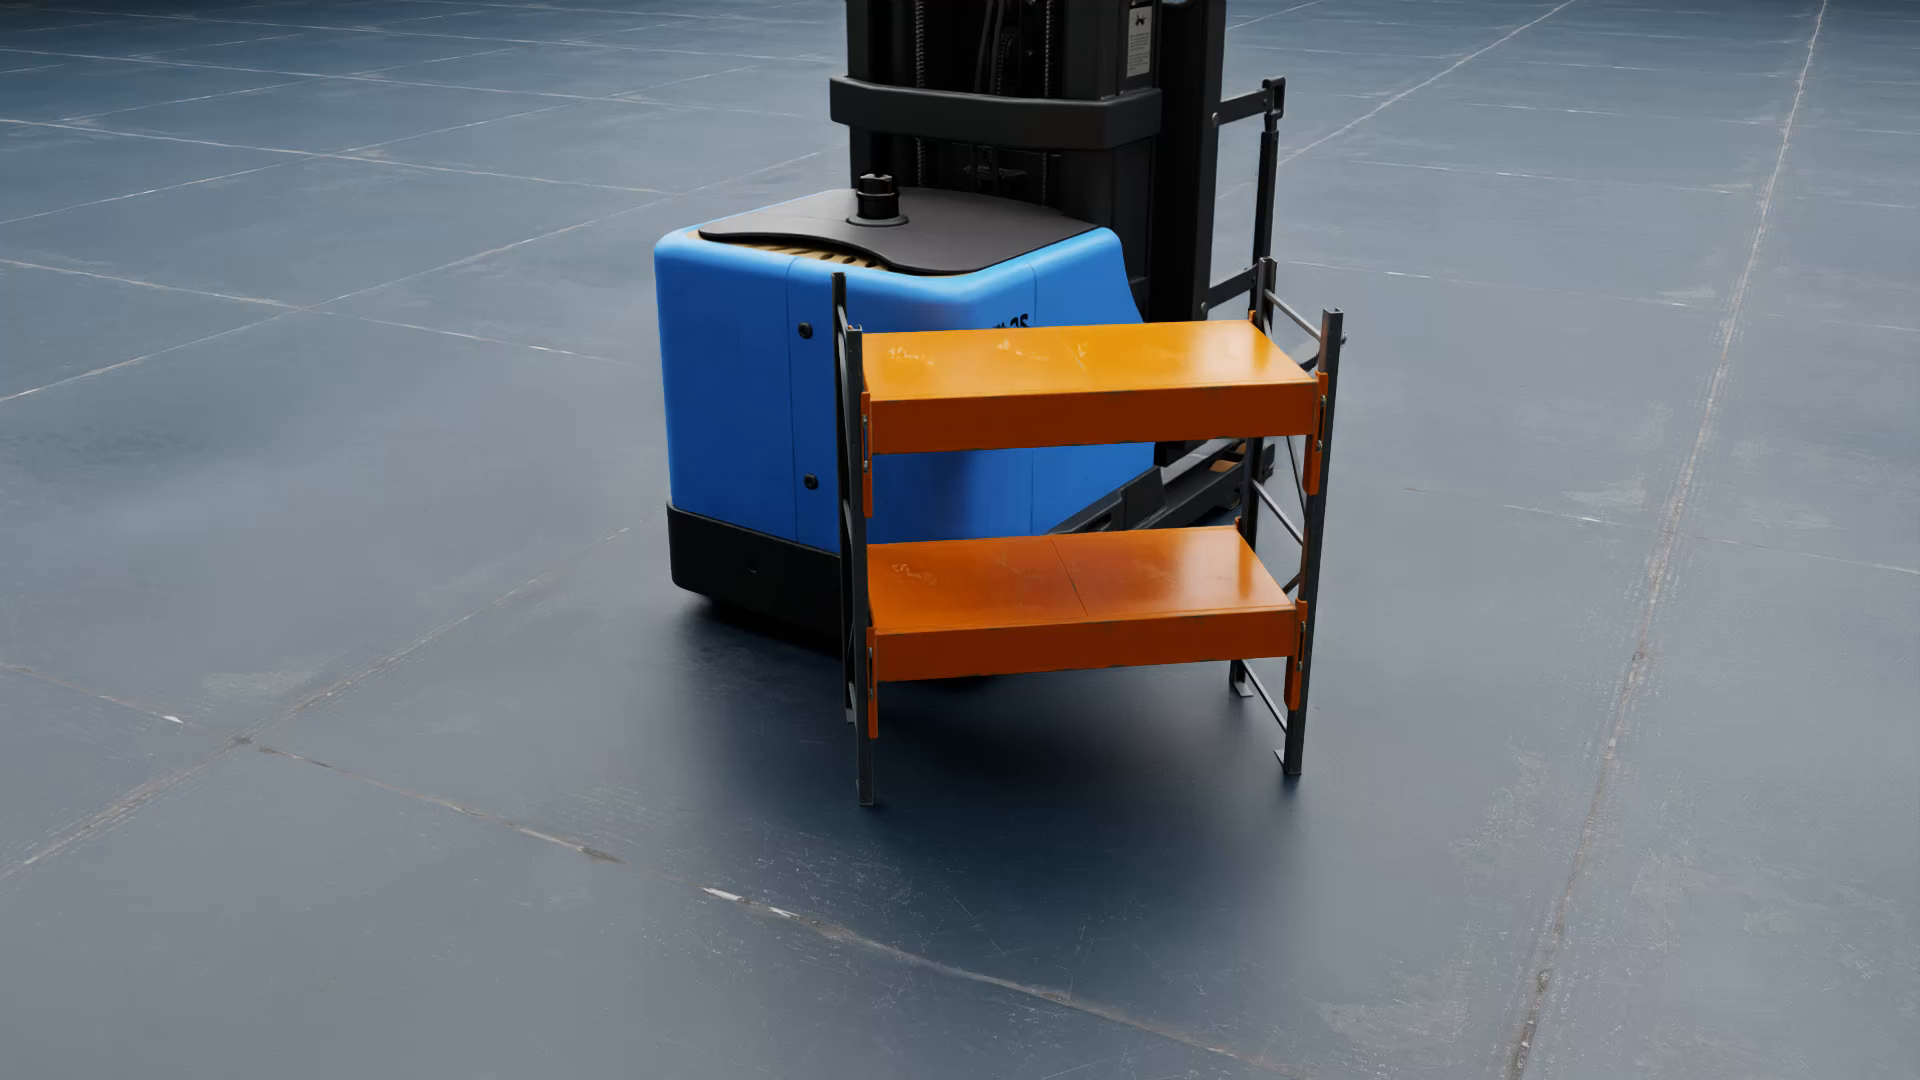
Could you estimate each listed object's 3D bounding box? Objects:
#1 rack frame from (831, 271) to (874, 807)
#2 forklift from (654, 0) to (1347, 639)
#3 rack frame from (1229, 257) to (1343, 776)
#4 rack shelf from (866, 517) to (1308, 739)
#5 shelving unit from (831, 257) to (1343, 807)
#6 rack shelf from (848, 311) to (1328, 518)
[{"bbox_3d":[-0.248,-0.004,3.821,0.032,1.125,0.500,-3,23,-7],"label":"rack frame"},{"bbox_3d":[0.410,-1.541,5.128,1.130,2.935,3.031,15,27,31],"label":"forklift"},{"bbox_3d":[0.760,-0.057,3.948,0.032,1.125,0.500,-3,23,-7],"label":"rack frame"},{"bbox_3d":[0.256,0.194,3.980,1.000,0.278,0.538,-3,23,-7],"label":"rack shelf"},{"bbox_3d":[0.256,-0.031,3.884,1.048,1.125,0.538,-3,23,-7],"label":"shelving unit"},{"bbox_3d":[0.256,-0.300,3.770,1.000,0.278,0.538,-3,23,-7],"label":"rack shelf"}]
